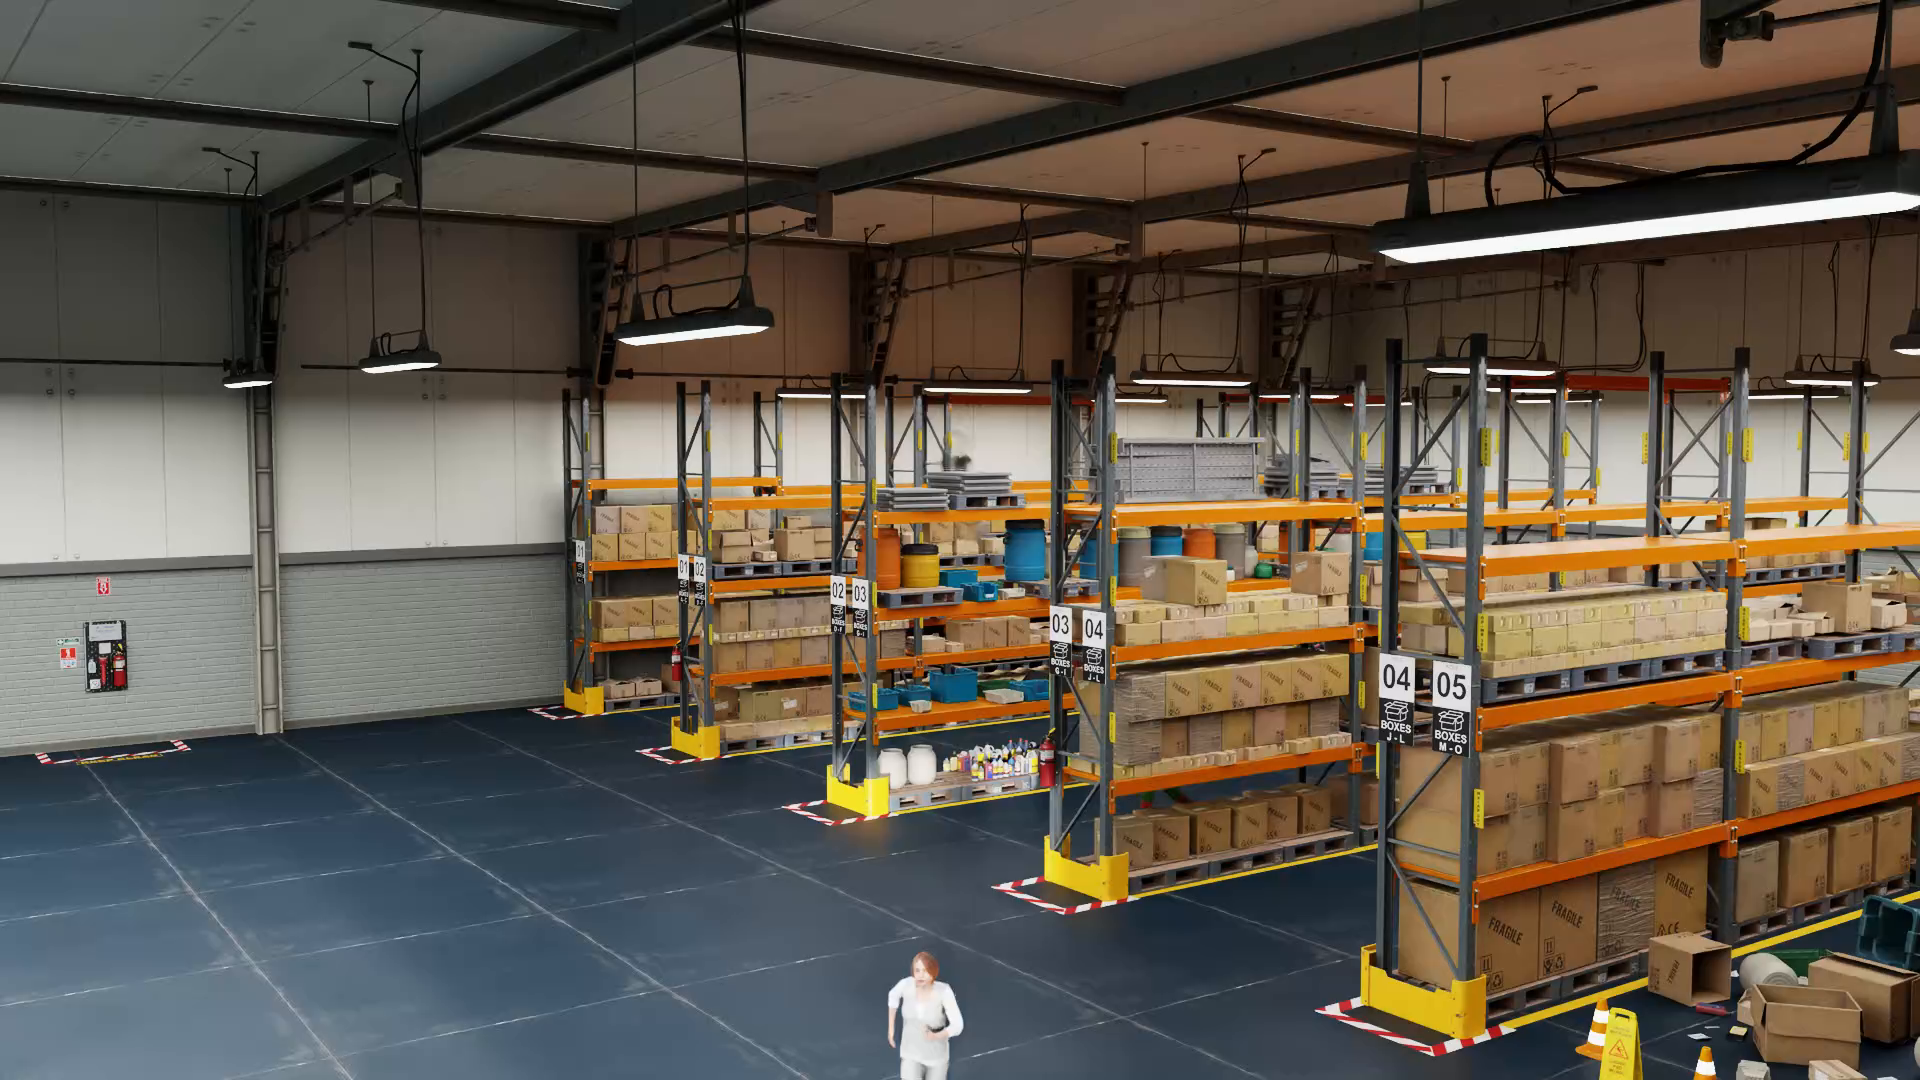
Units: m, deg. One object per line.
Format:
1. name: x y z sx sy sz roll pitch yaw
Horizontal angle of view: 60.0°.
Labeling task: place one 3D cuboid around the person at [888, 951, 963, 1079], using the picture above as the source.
1. person: -0.238 3.626 11.601 0.556 1.626 0.804 0 4 7

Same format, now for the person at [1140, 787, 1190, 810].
1. person: 2.604 2.853 21.512 1.004 1.777 0.663 -2 4 -33
